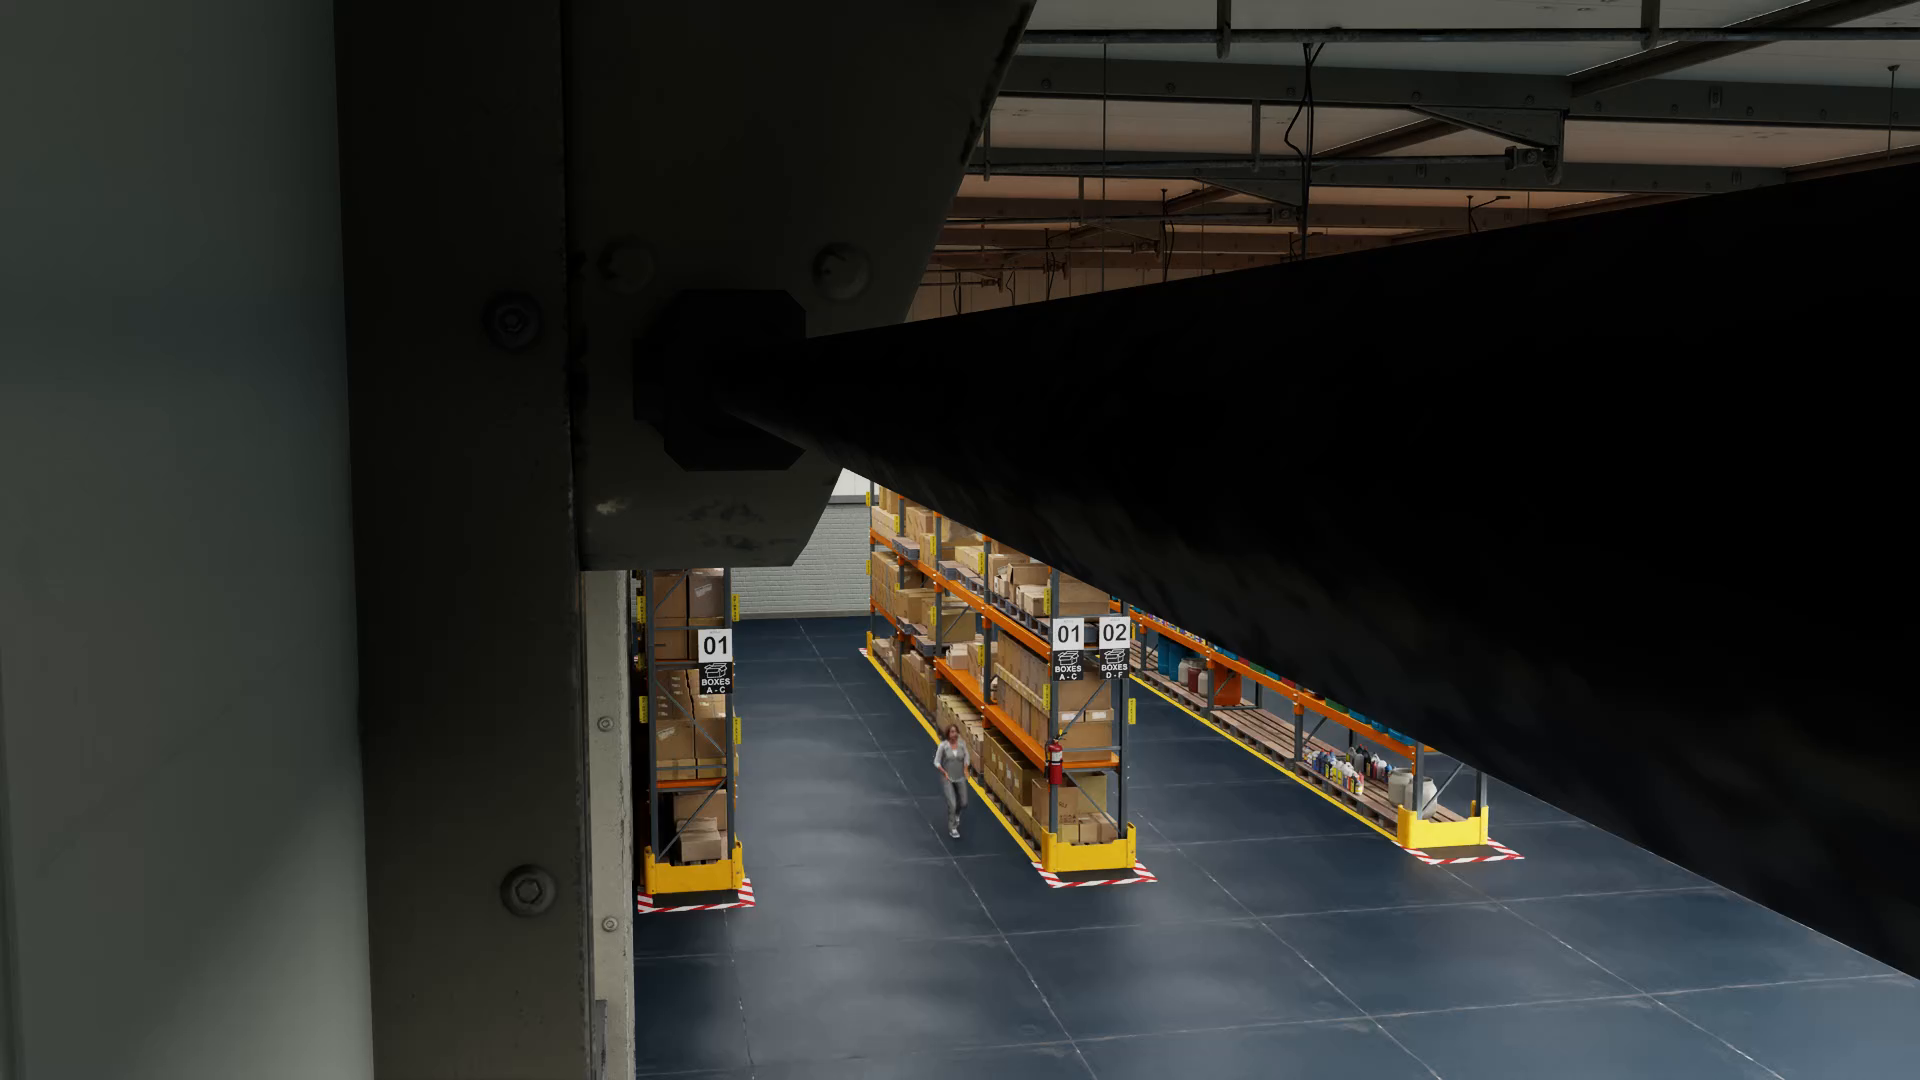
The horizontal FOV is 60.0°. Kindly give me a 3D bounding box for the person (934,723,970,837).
[{"bbox_3d":[-0.089,3.227,22.336,0.512,1.554,0.530,-2,6,-15],"label":"person"}]
